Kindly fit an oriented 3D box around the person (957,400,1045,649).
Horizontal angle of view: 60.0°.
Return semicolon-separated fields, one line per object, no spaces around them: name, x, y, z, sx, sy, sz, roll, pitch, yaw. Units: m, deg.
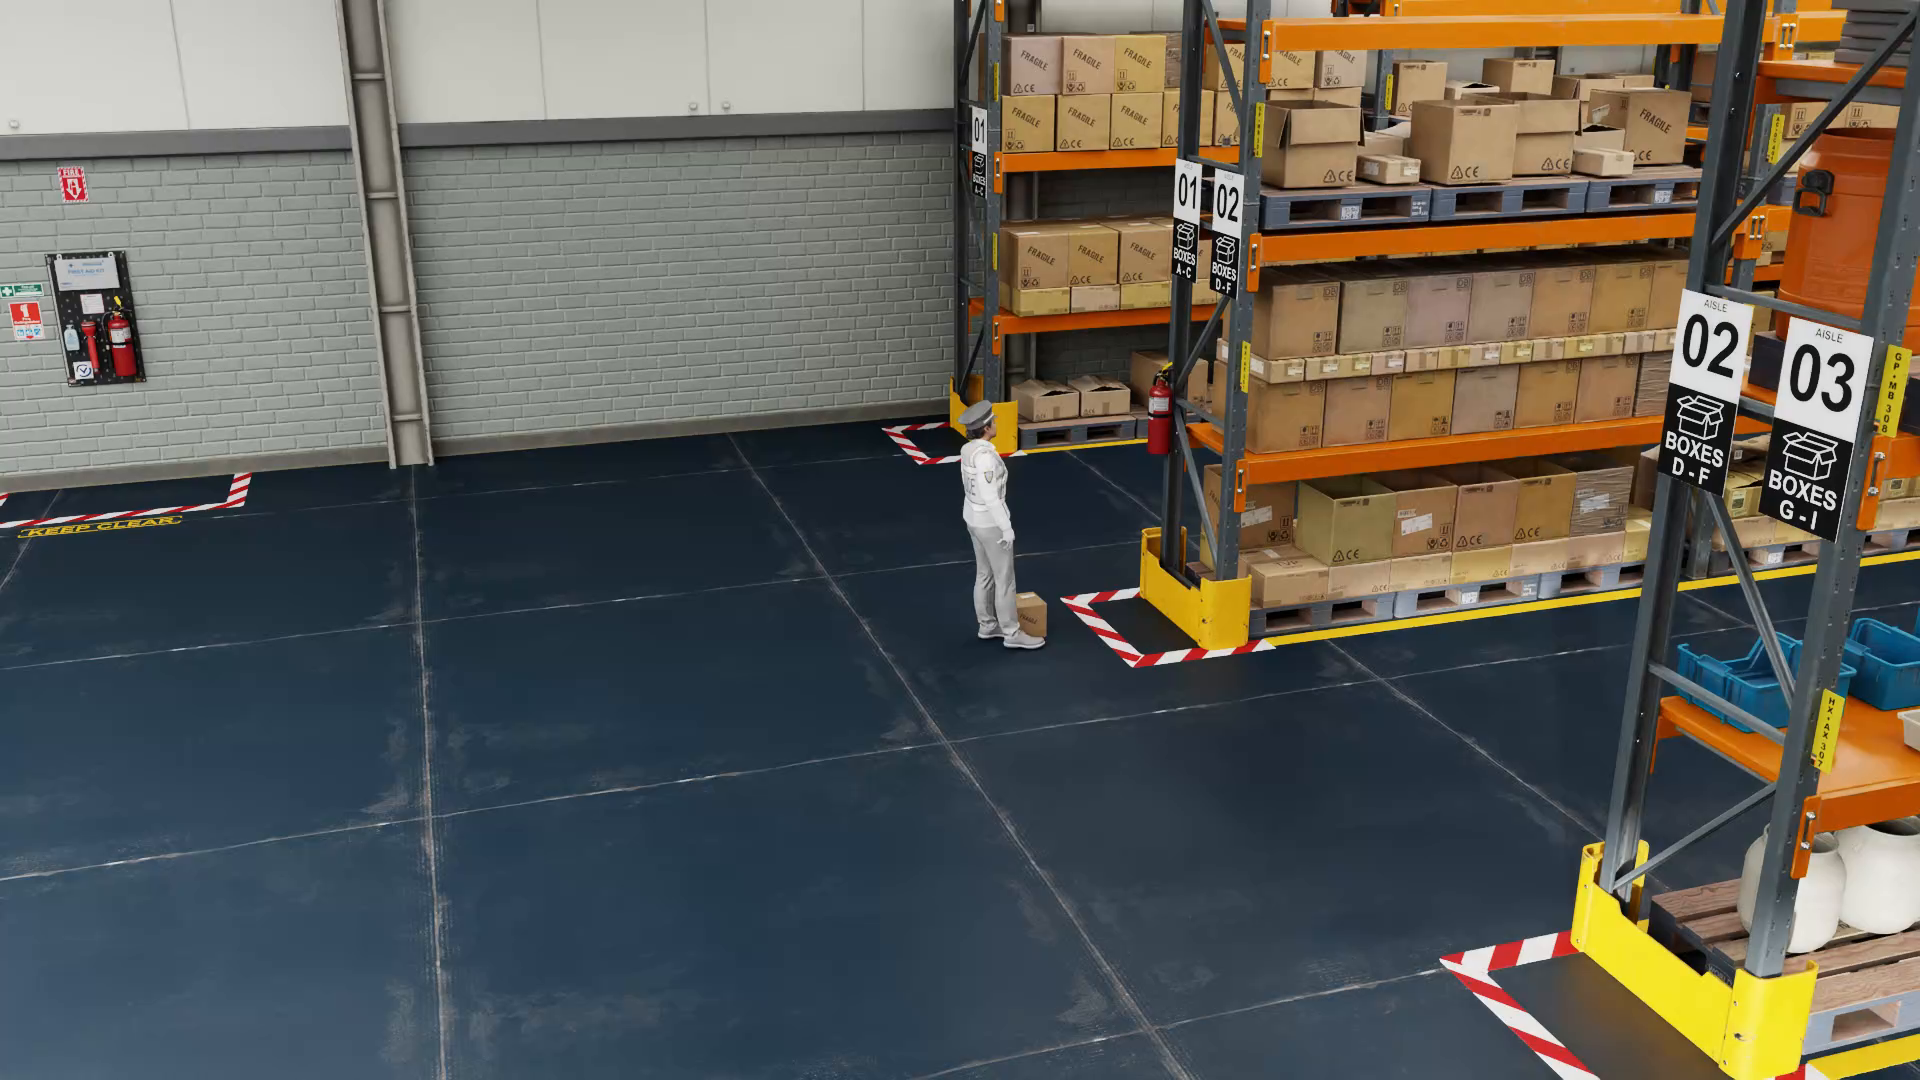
person;0.258;-0.123;11.340;0.532;1.695;0.587;-6;20;-17
